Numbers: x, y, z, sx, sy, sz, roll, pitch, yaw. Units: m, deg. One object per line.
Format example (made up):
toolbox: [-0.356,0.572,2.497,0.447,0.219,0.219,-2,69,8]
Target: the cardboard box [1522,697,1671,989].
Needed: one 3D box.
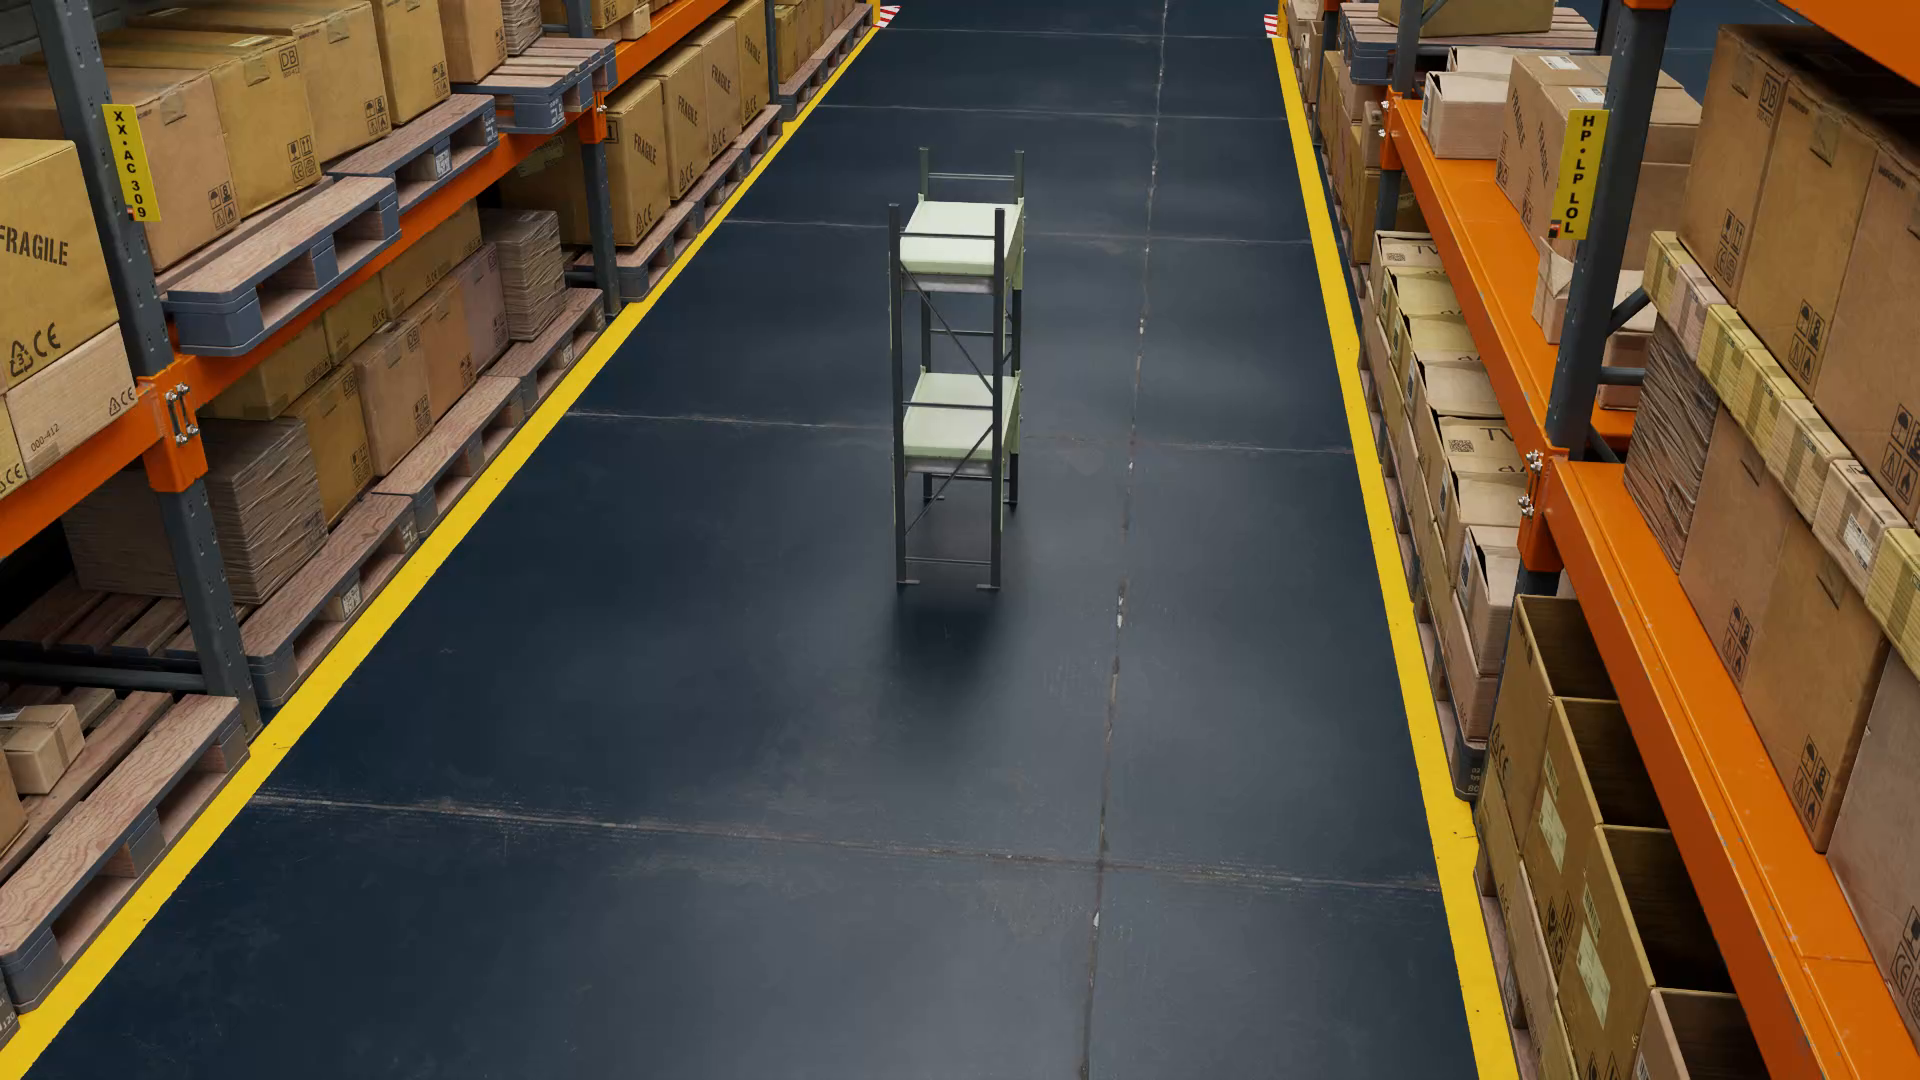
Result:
cardboard box: [1.657,0.728,3.902,0.500,0.500,0.500,3,28,6]

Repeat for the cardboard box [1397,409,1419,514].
cardboard box: [2.031,-0.308,6.616,0.500,0.250,0.500,4,29,7]

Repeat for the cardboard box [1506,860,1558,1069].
cardboard box: [1.654,1.058,4.080,0.500,0.250,0.500,3,28,6]

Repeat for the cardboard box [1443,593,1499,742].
cardboard box: [1.841,0.410,5.283,0.500,0.250,0.500,3,28,6]

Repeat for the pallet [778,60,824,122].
pallet: [-1.688,-3.581,13.175,1.003,0.211,1.213,3,28,6]

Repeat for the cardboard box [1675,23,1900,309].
cardboard box: [2.030,-0.810,3.617,0.700,0.500,0.500,3,29,6]

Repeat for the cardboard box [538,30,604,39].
cardboard box: [-2.078,-2.612,8.680,0.380,0.149,0.250,3,28,5]

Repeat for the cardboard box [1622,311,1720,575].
cardboard box: [2.030,-0.238,3.924,0.700,0.500,0.500,3,28,5]

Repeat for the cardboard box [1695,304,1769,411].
cardboard box: [1.792,-0.378,3.500,0.380,0.149,0.250,3,28,5]

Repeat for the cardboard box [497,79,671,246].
cardboard box: [-2.128,-2.150,9.401,0.750,0.750,0.750,3,28,6]

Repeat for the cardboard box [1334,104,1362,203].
cardboard box: [2.572,-2.325,10.074,0.500,0.500,0.500,2,28,4]

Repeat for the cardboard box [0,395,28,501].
cardboard box: [-2.665,-0.158,4.017,0.500,0.250,0.500,3,29,6]

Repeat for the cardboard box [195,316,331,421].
cardboard box: [-2.715,-0.668,6.208,0.500,0.250,0.500,3,28,5]

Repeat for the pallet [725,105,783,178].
pallet: [-1.878,-2.860,11.837,1.003,0.211,1.213,3,28,6]

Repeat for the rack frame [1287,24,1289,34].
rack frame: [3.548,-6.052,14.821,1.000,3.000,0.127,3,28,6]

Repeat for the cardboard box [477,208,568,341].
cardboard box: [-2.385,-1.324,8.216,0.700,0.500,0.500,4,29,7]

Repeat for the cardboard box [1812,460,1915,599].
cardboard box: [1.699,-0.011,2.819,0.380,0.149,0.250,3,28,5]

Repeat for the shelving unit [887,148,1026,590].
shelving unit: [-0.001,-0.657,6.388,0.431,1.500,0.755,3,28,6]

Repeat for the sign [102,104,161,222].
sign: [-2.299,-1.043,4.610,0.100,0.325,0.005,3,28,6]

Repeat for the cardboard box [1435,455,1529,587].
cardboard box: [1.901,-0.077,5.596,0.500,0.311,0.500,4,29,8]

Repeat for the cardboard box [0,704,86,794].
cardboard box: [-2.875,0.618,4.965,0.380,0.166,0.250,0,28,0]

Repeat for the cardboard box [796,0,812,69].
cardboard box: [-1.600,-4.122,13.432,0.700,0.500,0.500,3,28,6]

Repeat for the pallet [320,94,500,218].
pallet: [-2.551,-1.554,6.674,1.003,0.211,1.213,3,28,6]

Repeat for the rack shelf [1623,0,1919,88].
rack shelf: [1.833,-0.466,2.048,1.077,0.370,4.000,3,28,6]

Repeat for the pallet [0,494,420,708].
pallet: [-2.745,0.171,6.209,1.003,0.211,1.213,3,28,6]

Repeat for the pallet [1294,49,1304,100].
pallet: [3.290,-3.841,13.657,1.003,0.211,1.213,3,28,6]

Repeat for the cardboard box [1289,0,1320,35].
cardboard box: [3.139,-4.561,14.488,0.500,0.250,0.500,3,28,6]

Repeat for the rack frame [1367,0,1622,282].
rack frame: [2.568,-2.286,7.831,1.000,3.000,0.127,3,28,6]

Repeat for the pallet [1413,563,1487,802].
pallet: [2.130,0.475,5.646,1.003,0.211,1.213,3,28,6]

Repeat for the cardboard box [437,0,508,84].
cardboard box: [-2.438,-2.324,7.332,0.700,0.500,0.500,1,28,1]

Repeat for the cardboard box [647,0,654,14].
cardboard box: [-1.991,-3.099,9.583,0.380,0.149,0.250,4,29,7]

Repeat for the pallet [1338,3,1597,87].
pallet: [2.582,-2.525,8.477,1.213,0.211,1.003,3,28,6]

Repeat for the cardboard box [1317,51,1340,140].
cardboard box: [2.757,-3.049,11.419,0.500,0.500,0.500,2,28,4]

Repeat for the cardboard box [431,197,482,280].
cardboard box: [-2.517,-1.389,7.547,0.500,0.250,0.500,4,29,7]

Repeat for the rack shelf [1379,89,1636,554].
rack shelf: [2.323,-1.028,6.255,1.077,0.370,4.000,3,28,6]

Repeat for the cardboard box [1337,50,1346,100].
cardboard box: [2.635,-2.908,10.367,0.500,0.250,0.500,3,29,6]

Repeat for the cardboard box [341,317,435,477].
cardboard box: [-2.649,-0.614,6.899,0.700,0.500,0.500,4,29,7]

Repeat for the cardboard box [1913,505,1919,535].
cardboard box: [1.846,-0.101,2.301,0.700,0.500,0.500,3,28,6]

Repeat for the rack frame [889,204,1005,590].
rack frame: [-0.046,-0.485,6.069,0.400,1.500,0.023,3,28,6]

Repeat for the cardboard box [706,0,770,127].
cardboard box: [-1.809,-3.380,11.686,0.750,0.750,0.750,4,29,7]

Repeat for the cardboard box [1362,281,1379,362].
cardboard box: [2.213,-1.031,7.958,0.500,0.250,0.500,3,28,6]

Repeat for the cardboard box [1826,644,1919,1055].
cardboard box: [1.845,0.487,2.577,0.700,0.500,0.500,4,29,8]

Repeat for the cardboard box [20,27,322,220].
cardboard box: [-2.667,-1.428,5.668,0.700,0.500,0.500,6,29,11]

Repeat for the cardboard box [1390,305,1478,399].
cardboard box: [2.092,-0.791,6.920,0.500,0.311,0.500,3,28,5]

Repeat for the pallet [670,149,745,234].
pallet: [-2.025,-2.284,10.768,1.003,0.211,1.213,3,28,6]

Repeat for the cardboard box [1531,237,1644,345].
cardboard box: [2.004,-0.769,5.156,0.396,0.266,0.258,3,28,5]

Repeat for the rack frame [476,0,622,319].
rack frame: [-2.349,-2.573,8.363,1.000,3.000,0.127,3,28,6]

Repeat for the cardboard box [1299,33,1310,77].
cardboard box: [2.938,-3.817,13.043,0.500,0.311,0.500,3,28,6]

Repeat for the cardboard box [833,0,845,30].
cardboard box: [-1.416,-4.852,14.786,0.700,0.500,0.500,3,28,6]

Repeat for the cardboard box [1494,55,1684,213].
cardboard box: [2.379,-1.540,6.340,0.500,0.500,0.500,2,28,3]

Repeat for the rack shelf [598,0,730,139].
rack shelf: [-2.104,-3.197,10.281,1.077,0.370,4.000,3,28,6]

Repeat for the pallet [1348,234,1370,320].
pallet: [2.697,-1.408,9.141,1.003,0.211,1.213,3,28,6]
